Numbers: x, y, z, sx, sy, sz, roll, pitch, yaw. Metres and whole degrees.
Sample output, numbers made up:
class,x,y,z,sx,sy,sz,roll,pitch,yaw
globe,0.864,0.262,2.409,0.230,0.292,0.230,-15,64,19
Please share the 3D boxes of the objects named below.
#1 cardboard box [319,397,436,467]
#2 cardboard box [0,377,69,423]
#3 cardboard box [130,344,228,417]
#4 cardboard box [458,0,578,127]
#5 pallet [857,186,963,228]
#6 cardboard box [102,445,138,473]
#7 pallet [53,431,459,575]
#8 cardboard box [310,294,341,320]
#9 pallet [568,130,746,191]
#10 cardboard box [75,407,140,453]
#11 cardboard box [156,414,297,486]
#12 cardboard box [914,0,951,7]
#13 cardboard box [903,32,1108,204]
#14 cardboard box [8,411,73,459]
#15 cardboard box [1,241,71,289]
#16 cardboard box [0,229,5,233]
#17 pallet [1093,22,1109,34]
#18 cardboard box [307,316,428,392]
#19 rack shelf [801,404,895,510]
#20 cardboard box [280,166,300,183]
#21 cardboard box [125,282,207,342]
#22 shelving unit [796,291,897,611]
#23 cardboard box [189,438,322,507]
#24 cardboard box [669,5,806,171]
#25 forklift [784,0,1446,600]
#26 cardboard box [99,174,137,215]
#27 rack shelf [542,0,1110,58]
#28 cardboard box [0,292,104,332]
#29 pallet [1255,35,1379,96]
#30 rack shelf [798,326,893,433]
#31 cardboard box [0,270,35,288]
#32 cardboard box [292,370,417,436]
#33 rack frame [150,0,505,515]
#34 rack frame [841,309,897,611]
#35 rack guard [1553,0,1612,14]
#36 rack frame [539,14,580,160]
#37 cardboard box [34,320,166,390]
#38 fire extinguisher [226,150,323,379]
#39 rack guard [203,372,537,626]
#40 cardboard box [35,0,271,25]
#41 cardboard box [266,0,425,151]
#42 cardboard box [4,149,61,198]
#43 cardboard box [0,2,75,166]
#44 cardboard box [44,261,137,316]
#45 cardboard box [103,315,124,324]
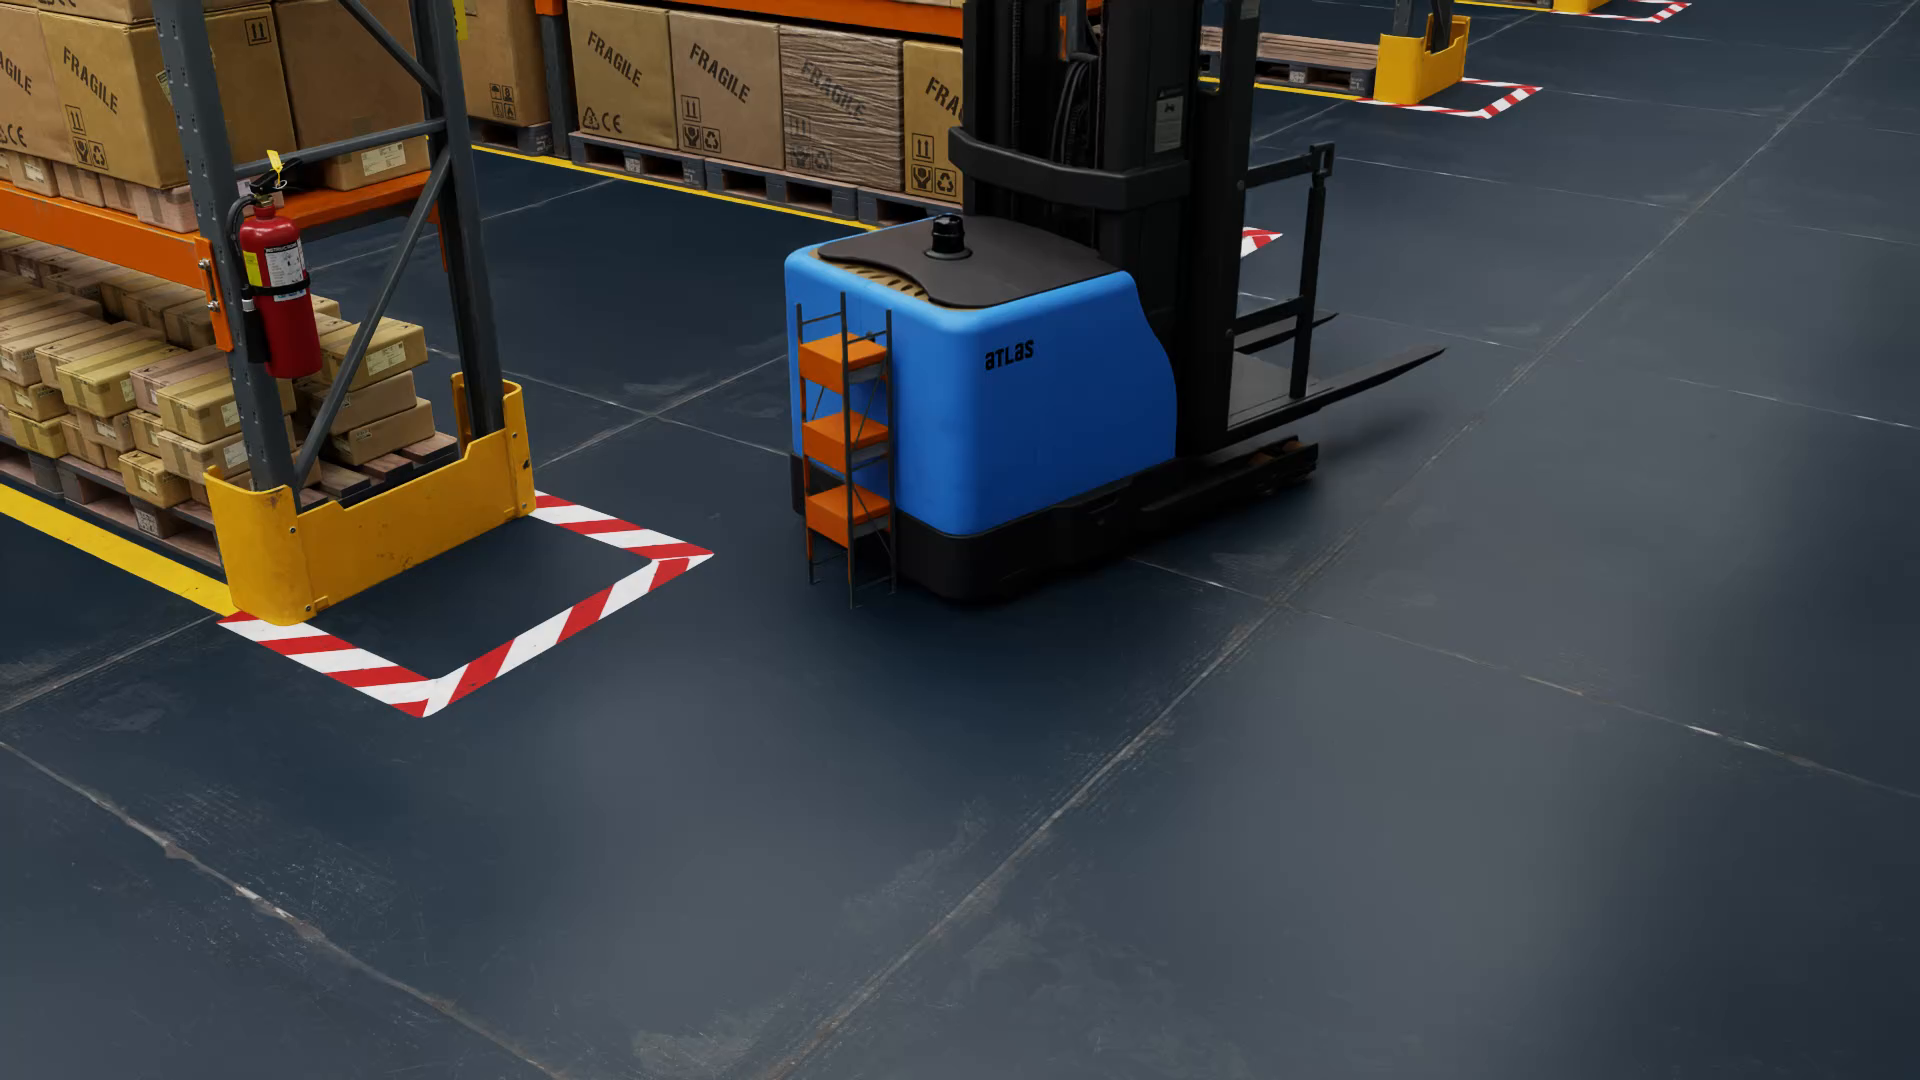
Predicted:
class,x,y,z,sx,sy,sz,roll,pitch,yaw
cardboard box,-2.289,-0.445,6.496,0.250,0.149,0.380,18,32,31
cardboard box,-3.499,-0.613,6.499,0.250,0.149,0.380,18,32,31
cardboard box,-2.793,-0.583,6.112,0.250,0.149,0.380,18,32,31
cardboard box,-2.983,-3.526,11.752,0.875,0.875,1.225,17,32,30
pallet,0.149,-2.035,10.017,1.213,0.211,1.003,17,32,30
cardboard box,-3.029,-0.376,6.361,0.250,0.149,0.380,17,32,30
pallet,-2.751,-0.272,6.552,1.213,0.211,1.003,17,32,30
cardboard box,-2.709,-0.855,6.648,0.250,0.149,0.380,17,32,30
pallet,-1.862,-2.662,11.248,1.213,0.211,1.003,17,32,30
cardboard box,-3.065,-0.484,6.247,0.250,0.149,0.380,16,31,28
cardboard box,-2.635,-0.352,5.986,0.250,0.149,0.380,16,31,29
cardboard box,-0.050,-3.090,9.291,0.250,0.149,0.380,17,32,30
cardboard box,0.280,-2.477,9.689,0.875,0.875,0.875,17,32,30
cardboard box,-3.486,-0.476,6.559,0.250,0.149,0.380,16,31,28
cardboard box,-4.008,-1.246,7.415,0.250,0.149,0.380,16,31,28
cardboard box,-4.453,-1.376,7.672,0.250,0.149,0.380,17,32,30
pallet,0.988,-4.564,14.985,1.213,0.211,1.003,17,32,30
cardboard box,-2.278,-0.717,6.376,0.250,0.149,0.380,16,31,28
rack shelf,-0.381,-0.286,5.677,0.215,0.259,0.240,-22,34,-36
cardboard box,-2.353,-1.417,6.005,0.250,0.149,0.380,19,32,32
cardboard box,-3.183,-0.963,6.859,0.250,0.149,0.380,19,32,32
shelving unit,-0.381,-0.295,5.672,0.215,1.050,0.252,-22,34,-36
cardboard box,-2.591,-0.247,6.109,0.250,0.149,0.380,18,32,31
cardboard box,-1.204,-2.939,10.597,0.875,0.875,0.875,17,32,30
forklift,0.810,-1.643,6.246,3.031,2.935,1.130,-21,34,-35
cardboard box,-2.651,-1.218,5.612,0.250,0.149,0.380,17,32,30
rack shelf,-0.796,-3.295,10.211,4.000,0.370,1.077,17,32,30
cardboard box,-3.664,-0.849,6.636,0.250,0.149,0.380,16,31,29
pallet,2.999,-3.937,13.754,1.213,0.211,1.003,17,32,30
rack shelf,-0.381,-0.539,5.549,0.215,0.259,0.240,-22,34,-36
cardboard box,-4.077,-0.984,6.900,0.250,0.149,0.380,16,31,28
cardboard box,-2.325,-0.553,6.382,0.250,0.149,0.380,19,32,32
rack frame,-2.039,-1.274,5.446,0.127,3.000,1.000,17,32,30
rack frame,-0.301,-0.254,5.591,0.200,1.050,0.008,-22,34,-36
rack guard,6.402,-5.710,16.919,0.348,0.500,1.175,17,32,30
rack frame,-2.444,-4.129,11.057,0.127,3.000,1.000,17,32,30
cardboard box,-3.256,-0.692,6.326,0.250,0.149,0.380,16,31,28
fire extinguisher,-2.092,-0.836,5.082,0.183,0.674,0.296,17,32,30
rack guard,-2.101,-0.179,6.051,0.348,0.500,1.175,17,32,30
cardboard box,-2.557,-1.921,5.177,0.500,0.500,0.500,17,31,29
cardboard box,-2.252,-1.669,5.785,0.500,0.500,0.500,19,33,33
cardboard box,-3.090,-1.333,5.840,0.250,0.149,0.380,18,32,32
cardboard box,-2.976,-1.604,5.657,0.500,0.500,0.500,17,31,30
cardboard box,-3.636,-1.076,7.082,0.250,0.149,0.380,17,32,30
cardboard box,-3.440,-0.868,7.000,0.250,0.149,0.380,19,33,33
